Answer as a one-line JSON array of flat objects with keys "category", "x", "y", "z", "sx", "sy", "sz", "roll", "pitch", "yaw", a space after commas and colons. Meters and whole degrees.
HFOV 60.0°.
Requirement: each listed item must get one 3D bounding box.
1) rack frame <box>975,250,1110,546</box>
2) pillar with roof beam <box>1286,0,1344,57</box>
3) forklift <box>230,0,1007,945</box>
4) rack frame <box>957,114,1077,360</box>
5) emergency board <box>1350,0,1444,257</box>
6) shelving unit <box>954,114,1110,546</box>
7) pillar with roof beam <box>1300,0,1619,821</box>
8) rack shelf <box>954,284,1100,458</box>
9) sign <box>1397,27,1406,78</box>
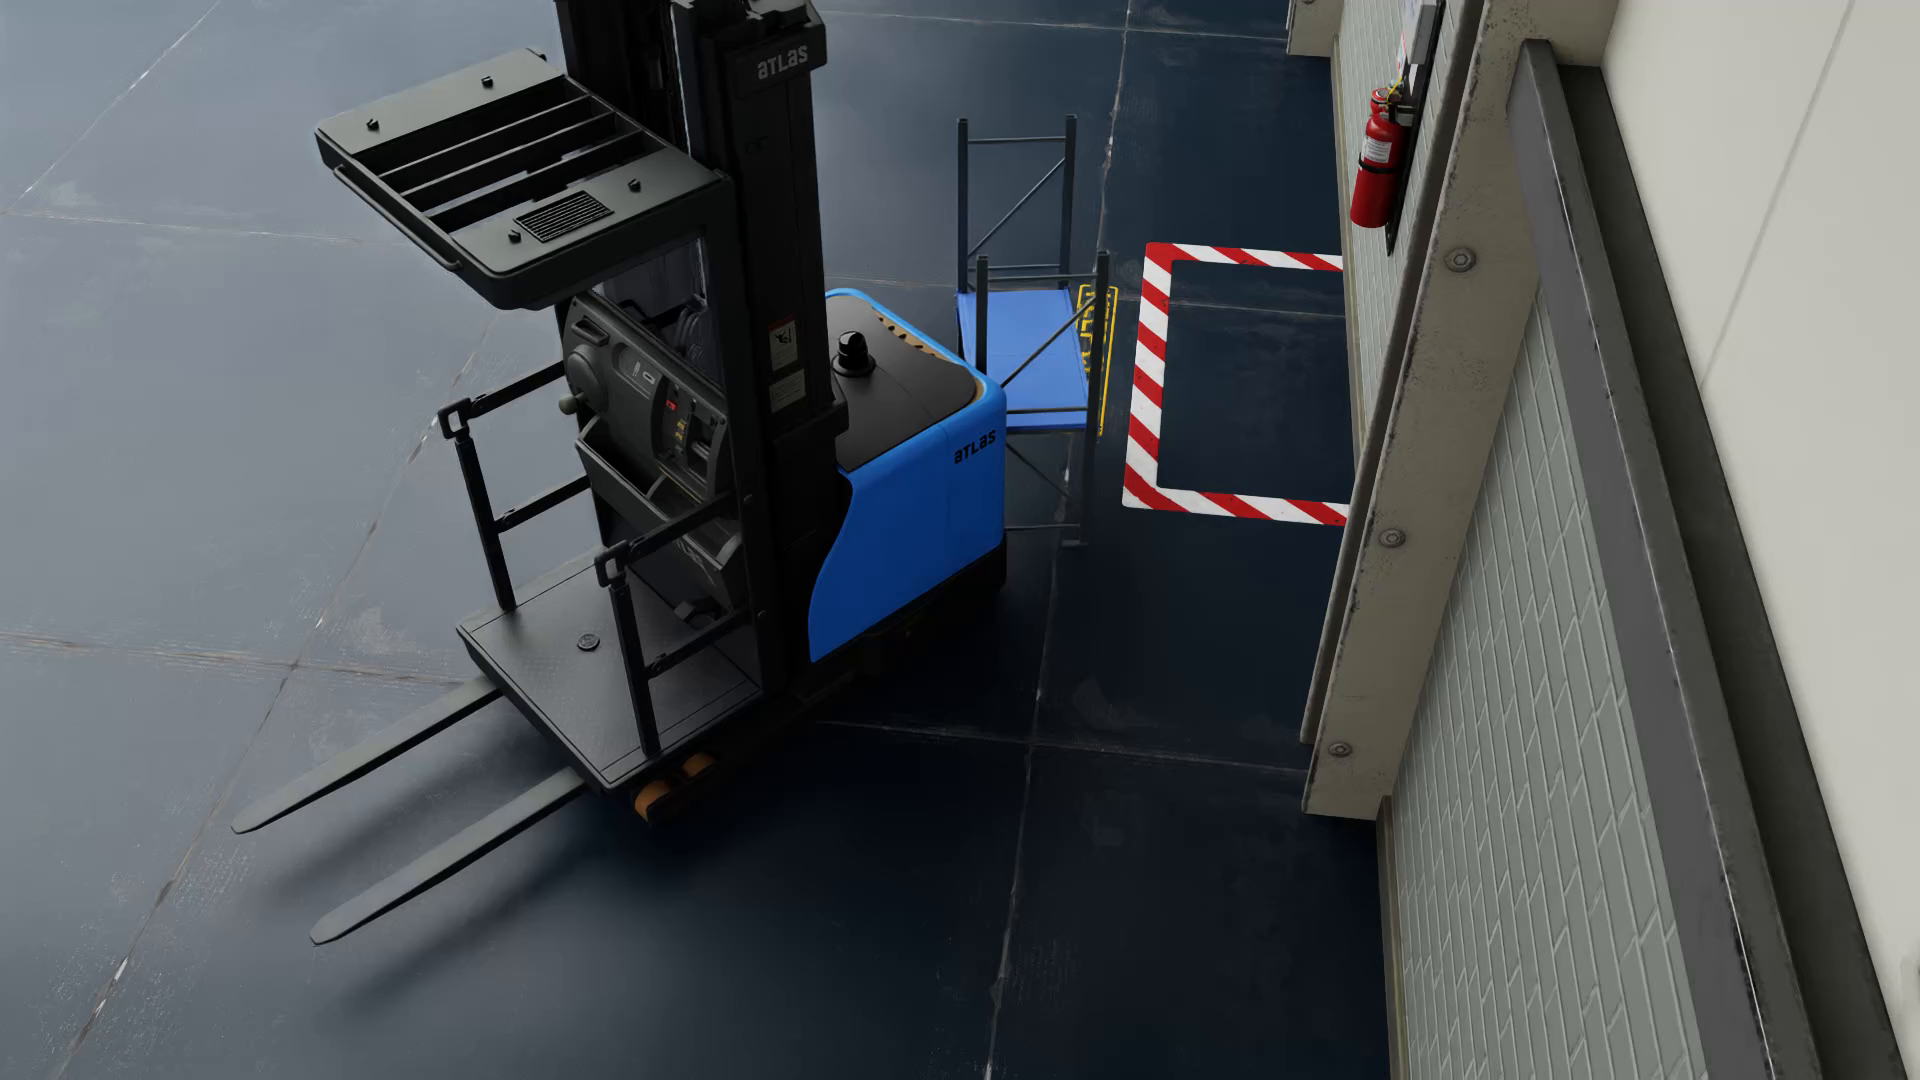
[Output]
[{"category": "rack frame", "x": 0.311, "y": -0.521, "z": 6.731, "sx": 0.500, "sy": 1.500, "sz": 0.032, "roll": -3, "pitch": 44, "yaw": -3}, {"category": "pillar with roof beam", "x": -2.020, "y": -6.853, "z": 7.965, "sx": 9.100, "sy": 9.000, "sz": 0.400, "roll": 5, "pitch": 44, "yaw": 6}, {"category": "forklift", "x": -1.238, "y": -0.422, "z": 5.586, "sx": 3.031, "sy": 2.935, "sz": 1.130, "roll": -32, "pitch": 52, "yaw": -29}, {"category": "rack frame", "x": 0.239, "y": -1.218, "z": 7.468, "sx": 0.500, "sy": 1.500, "sz": 0.032, "roll": -3, "pitch": 44, "yaw": -3}, {"category": "emergency board", "x": 1.818, "y": -1.875, "z": 7.071, "sx": 0.194, "sy": 1.169, "sz": 0.643, "roll": 5, "pitch": 44, "yaw": 6}, {"category": "shelving unit", "x": 0.275, "y": -0.869, "z": 7.099, "sx": 0.538, "sy": 1.500, "sz": 1.048, "roll": -3, "pitch": 44, "yaw": -3}, {"category": "pillar with roof beam", "x": -2.813, "y": -2.764, "z": 3.647, "sx": 9.100, "sy": 9.000, "sz": 0.400, "roll": 5, "pitch": 44, "yaw": 6}, {"category": "rack shelf", "x": 0.275, "y": -0.739, "z": 7.223, "sx": 0.538, "sy": 0.185, "sz": 1.000, "roll": -3, "pitch": 44, "yaw": -3}, {"category": "sign", "x": 1.994, "y": -2.256, "z": 7.447, "sx": 0.001, "sy": 0.329, "sz": 0.234, "roll": 5, "pitch": 44, "yaw": 6}]
